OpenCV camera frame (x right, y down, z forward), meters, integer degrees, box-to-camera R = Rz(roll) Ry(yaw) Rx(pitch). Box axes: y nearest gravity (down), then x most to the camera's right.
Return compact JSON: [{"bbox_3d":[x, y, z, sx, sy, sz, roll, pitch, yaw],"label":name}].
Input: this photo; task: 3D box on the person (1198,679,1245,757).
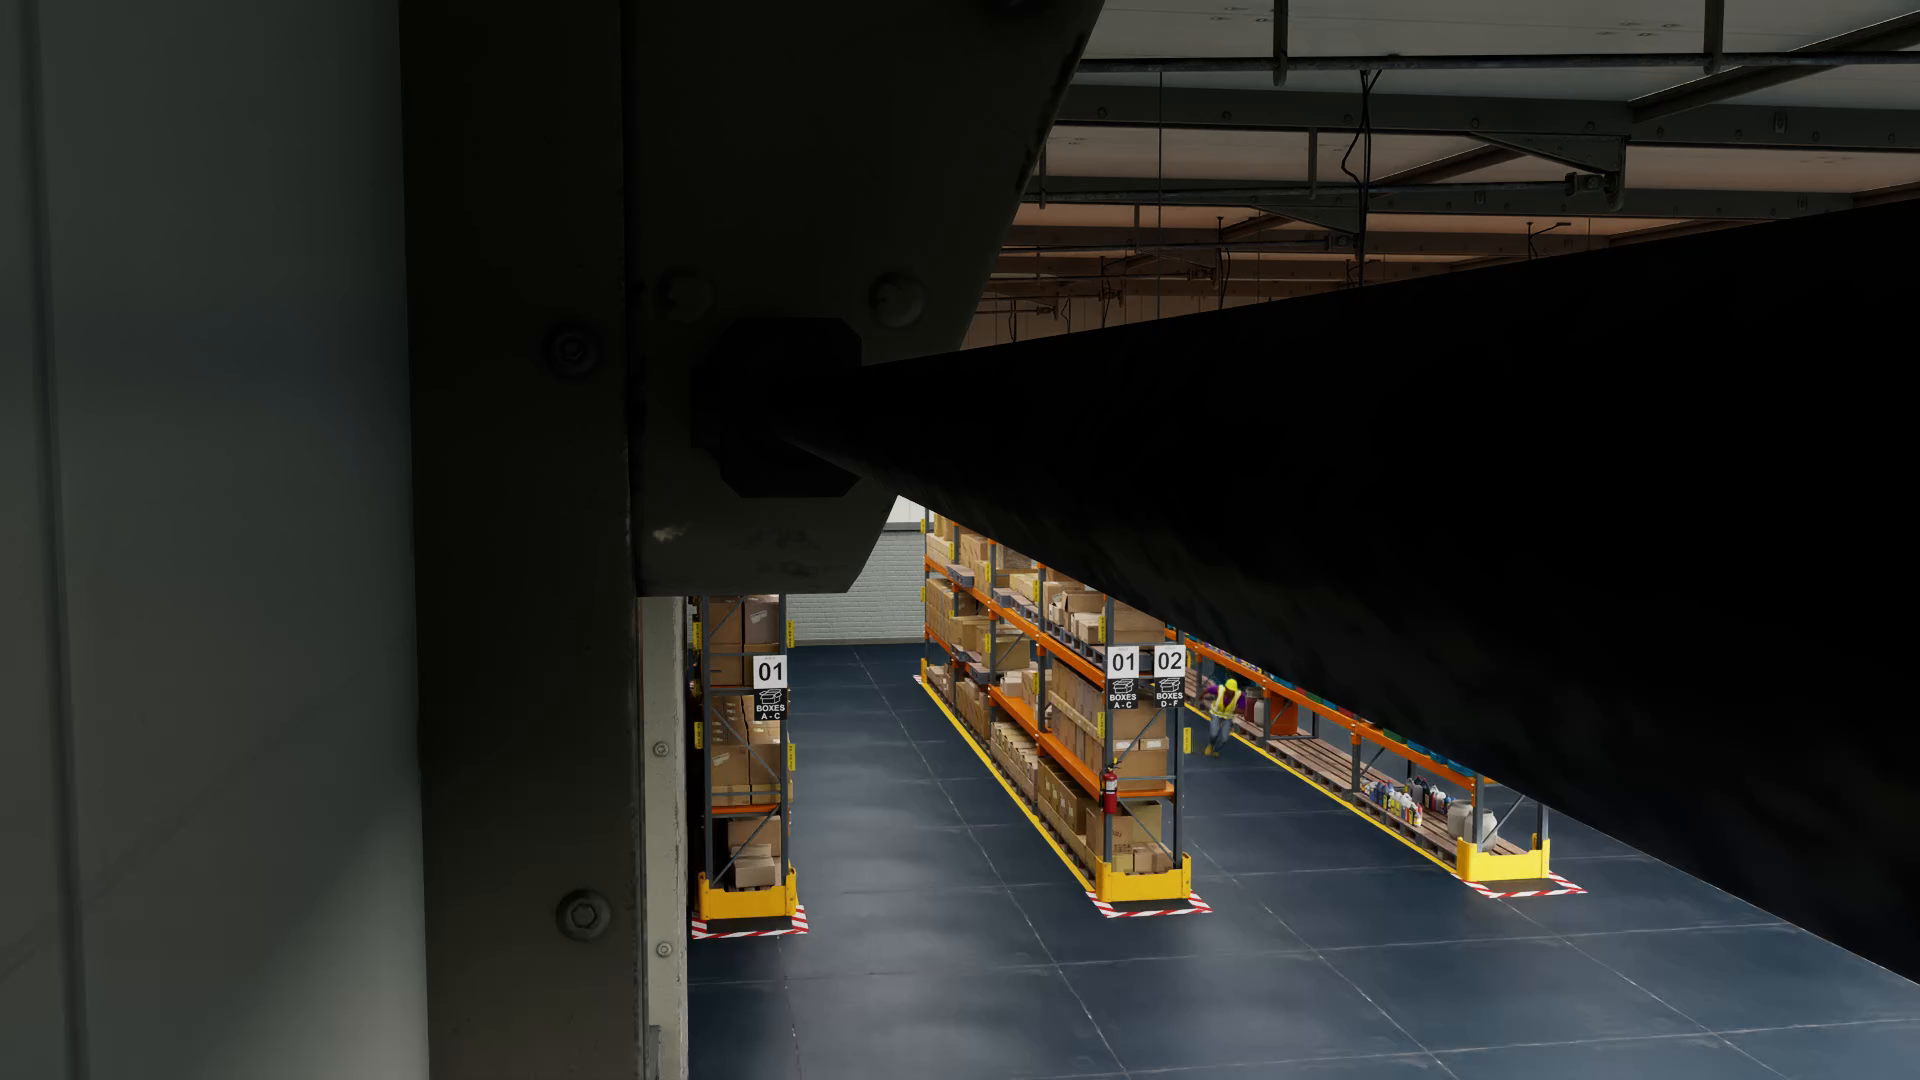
[{"bbox_3d":[4.522,3.063,28.639,0.729,1.471,0.936,0,5,0],"label":"person"}]
